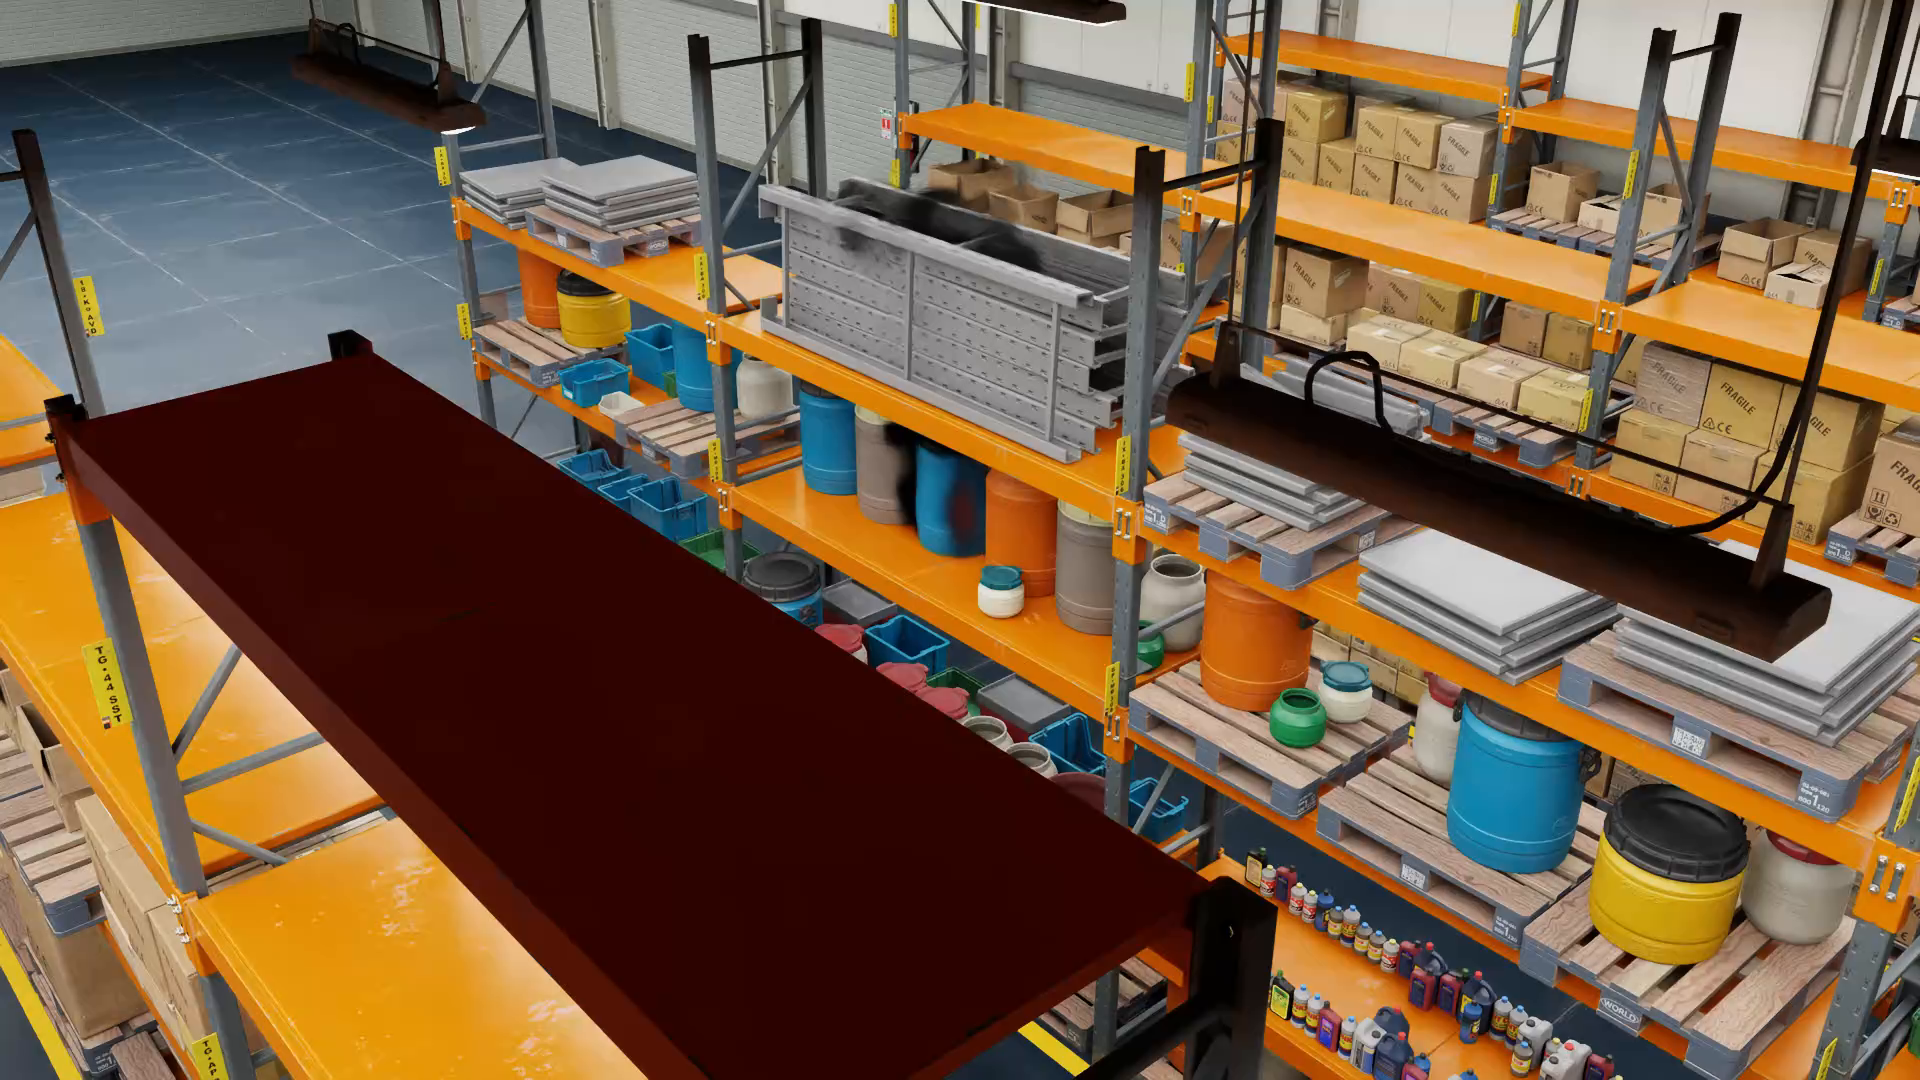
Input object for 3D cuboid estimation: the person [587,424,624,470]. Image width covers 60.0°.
[{"bbox_3d":[-3.774,-0.912,17.507,0.599,1.703,0.714,13,30,24],"label":"person"}]
